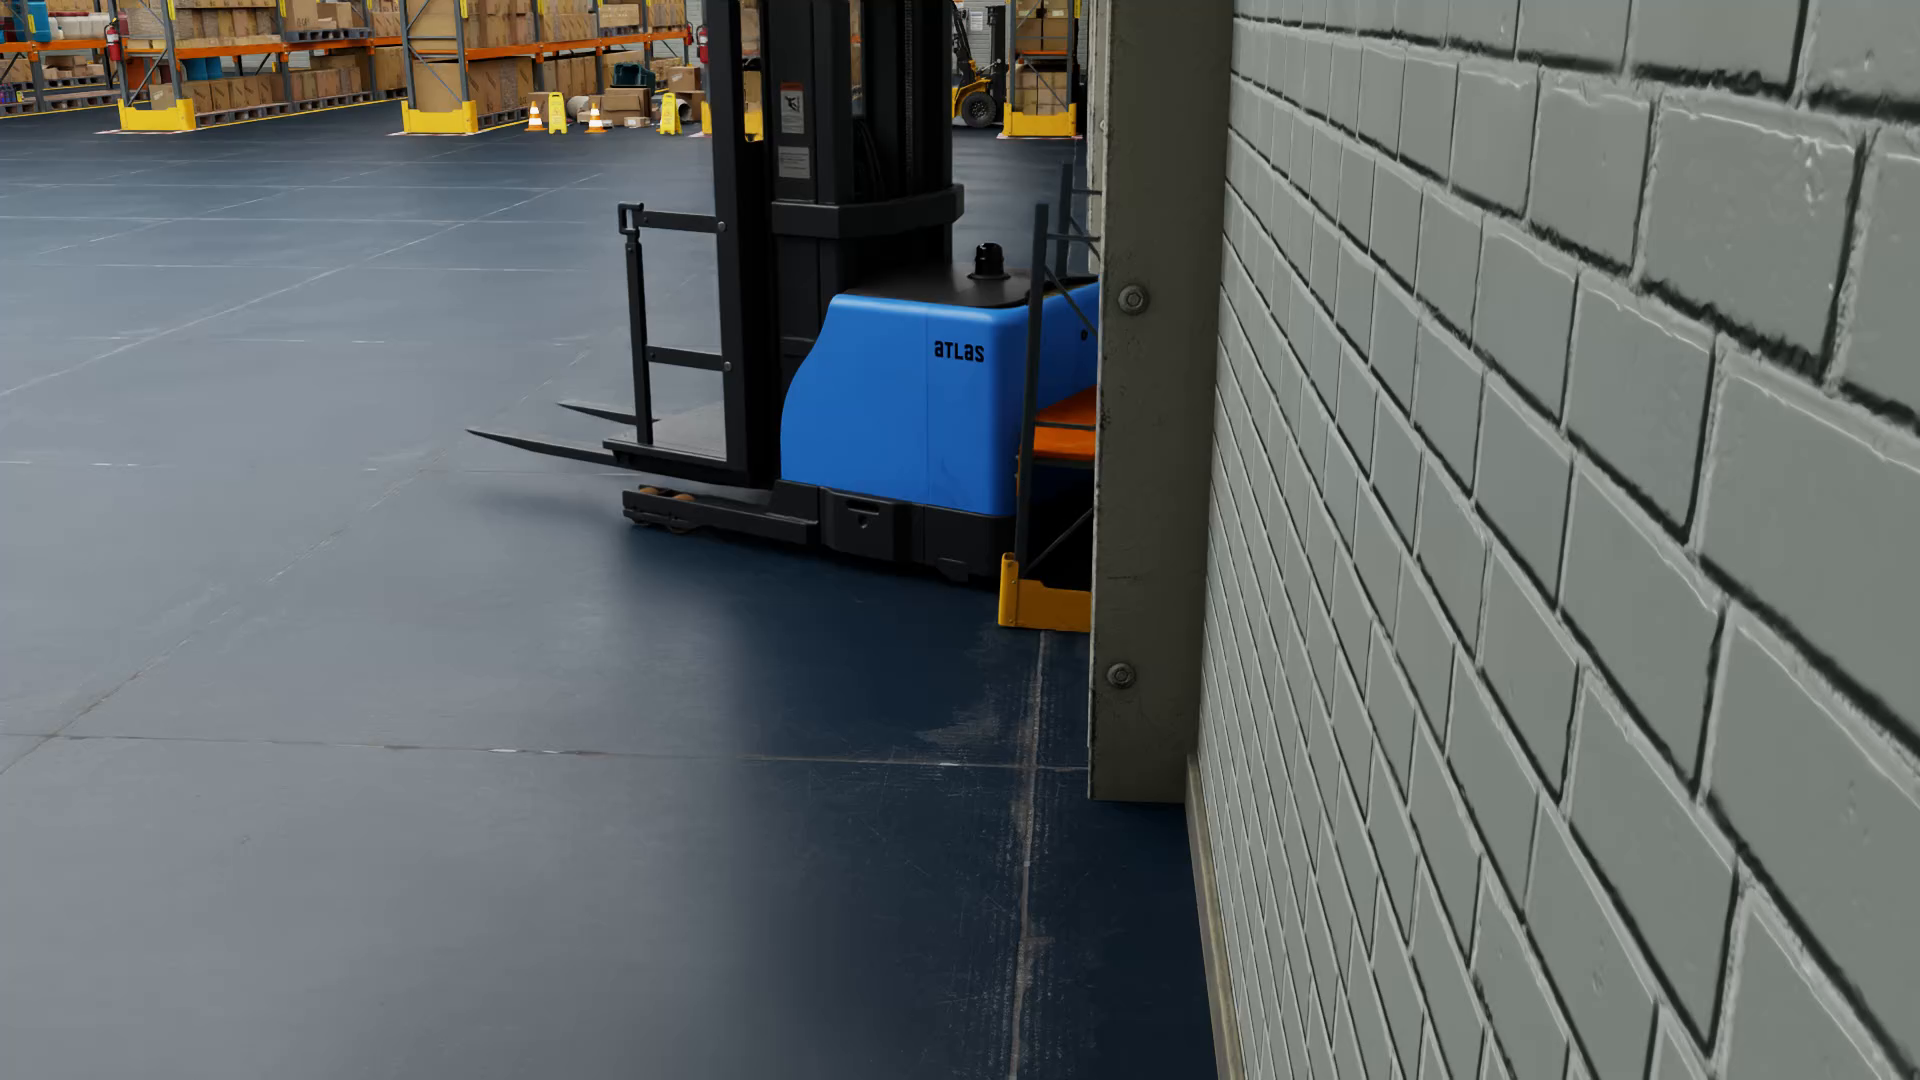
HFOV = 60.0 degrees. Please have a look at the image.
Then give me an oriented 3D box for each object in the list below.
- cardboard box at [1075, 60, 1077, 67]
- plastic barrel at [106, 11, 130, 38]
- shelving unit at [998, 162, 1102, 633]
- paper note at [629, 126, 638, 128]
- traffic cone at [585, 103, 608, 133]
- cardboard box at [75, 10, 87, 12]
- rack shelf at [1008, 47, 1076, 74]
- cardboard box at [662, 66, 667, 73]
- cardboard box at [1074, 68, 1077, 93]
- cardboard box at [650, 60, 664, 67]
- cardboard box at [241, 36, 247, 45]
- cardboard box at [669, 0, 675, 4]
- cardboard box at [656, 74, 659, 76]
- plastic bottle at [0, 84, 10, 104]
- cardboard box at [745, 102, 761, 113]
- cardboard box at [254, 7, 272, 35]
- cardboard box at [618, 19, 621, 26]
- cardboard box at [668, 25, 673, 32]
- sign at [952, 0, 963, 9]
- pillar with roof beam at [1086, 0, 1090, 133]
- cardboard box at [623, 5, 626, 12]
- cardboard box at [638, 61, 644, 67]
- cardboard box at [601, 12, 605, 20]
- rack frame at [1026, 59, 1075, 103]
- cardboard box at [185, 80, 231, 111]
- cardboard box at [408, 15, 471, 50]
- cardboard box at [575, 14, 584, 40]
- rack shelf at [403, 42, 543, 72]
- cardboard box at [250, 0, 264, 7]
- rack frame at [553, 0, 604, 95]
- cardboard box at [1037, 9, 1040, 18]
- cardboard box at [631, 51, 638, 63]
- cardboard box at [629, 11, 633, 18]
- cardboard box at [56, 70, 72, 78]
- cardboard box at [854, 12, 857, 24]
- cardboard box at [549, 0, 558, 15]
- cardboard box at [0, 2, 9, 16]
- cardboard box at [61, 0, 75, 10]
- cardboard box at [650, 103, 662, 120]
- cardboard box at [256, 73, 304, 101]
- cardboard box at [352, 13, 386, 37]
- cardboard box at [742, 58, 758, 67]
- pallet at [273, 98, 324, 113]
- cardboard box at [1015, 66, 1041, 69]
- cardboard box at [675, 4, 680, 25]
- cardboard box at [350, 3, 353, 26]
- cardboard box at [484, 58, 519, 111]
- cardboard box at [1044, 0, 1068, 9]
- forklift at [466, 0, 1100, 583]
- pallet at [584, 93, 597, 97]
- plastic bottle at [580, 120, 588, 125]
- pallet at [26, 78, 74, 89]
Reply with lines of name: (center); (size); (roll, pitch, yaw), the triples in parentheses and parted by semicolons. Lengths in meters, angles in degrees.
cardboard box: (2.268, -10.051, 35.077); (0.380, 0.149, 0.250); (2, 18, 6)
plastic barrel: (-17.633, -10.849, 34.997); (0.600, 0.536, 0.708); (1, 18, 4)
shelving unit: (0.535, -0.554, 6.152); (0.587, 1.500, 1.083); (5, 21, 7)
paper note: (-5.568, -7.046, 28.377); (0.148, 0.019, 0.142); (-5, 19, -15)
traffic cone: (-6.038, -6.995, 27.527); (0.336, 0.463, 0.334); (1, 18, 4)
cardboard box: (-22.140, -12.961, 41.501); (0.500, 0.500, 0.500); (1, 18, 3)
rack shelf: (1.444, -8.288, 28.556); (1.077, 0.370, 4.000); (1, 18, 4)
cardboard box: (-7.333, -11.419, 40.382); (0.380, 0.149, 0.250); (1, 18, 3)
cardboard box: (2.184, -9.630, 34.836); (0.500, 0.500, 0.500); (2, 18, 6)
cardboard box: (-7.360, -11.477, 40.082); (0.380, 0.149, 0.250); (2, 18, 5)
cardboard box: (-13.109, -9.003, 29.984); (0.380, 0.149, 0.250); (1, 18, 4)
cardboard box: (-7.297, -13.364, 40.648); (0.500, 0.500, 0.500); (2, 18, 7)
cardboard box: (-7.403, -11.037, 39.692); (0.380, 0.149, 0.250); (1, 18, 4)
plastic bottle: (-17.961, -8.377, 31.219); (0.144, 0.351, 0.185); (0, 18, 1)
cardboard box: (-3.317, -7.256, 27.992); (0.500, 0.250, 0.500); (1, 18, 3)
cardboard box: (-13.342, -9.633, 30.866); (0.875, 0.500, 0.500); (1, 18, 4)
cardboard box: (-7.675, -11.390, 36.595); (0.380, 0.149, 0.250); (1, 18, 2)
cardboard box: (-7.291, -12.625, 41.038); (0.380, 0.149, 0.250); (0, 18, 1)
sign: (-0.078, -15.206, 47.185); (0.339, 0.242, 0.001); (1, 18, 4)
pillar with roof beam: (-2.044, -11.152, 26.506); (9.100, 9.000, 0.400); (1, 18, 4)
cardboard box: (-7.647, -11.837, 37.005); (0.380, 0.149, 0.250); (1, 18, 2)
cardboard box: (-7.536, -10.701, 38.104); (0.500, 0.500, 0.500); (1, 18, 3)
cardboard box: (-7.769, -11.134, 35.337); (0.380, 0.149, 0.250); (2, 18, 7)
rack frame: (1.874, -10.494, 34.131); (1.000, 3.000, 0.127); (1, 18, 4)
cardboard box: (-13.401, -7.926, 29.634); (0.500, 0.500, 0.500); (3, 18, 9)
cardboard box: (-8.613, -8.385, 27.456); (0.875, 0.550, 0.550); (1, 18, 4)
cardboard box: (-7.859, -10.274, 33.300); (0.500, 0.500, 0.500); (1, 18, 3)
rack shelf: (-8.451, -8.477, 29.132); (1.077, 0.370, 4.000); (1, 18, 4)
cardboard box: (-13.040, -9.945, 30.213); (0.500, 0.500, 0.500); (1, 18, 4)
rack frame: (-8.021, -10.683, 34.707); (1.000, 3.000, 0.127); (1, 18, 4)
cardboard box: (1.115, -8.638, 27.266); (0.380, 0.149, 0.250); (2, 18, 5)
cardboard box: (-7.586, -10.897, 37.496); (0.500, 0.250, 0.500); (2, 18, 7)
cardboard box: (-7.605, -11.860, 37.551); (0.380, 0.149, 0.250); (2, 18, 6)
cardboard box: (-22.257, -11.546, 41.187); (0.380, 0.166, 0.250); (1, 18, 4)
cardboard box: (-2.608, -11.714, 37.294); (0.500, 0.250, 0.500); (2, 18, 5)
cardboard box: (-8.207, -10.434, 32.182); (0.700, 0.500, 0.500); (1, 18, 4)
cardboard box: (-22.812, -12.394, 39.096); (0.700, 0.500, 0.500); (-5, 19, -15)
cardboard box: (-22.167, -13.272, 40.843); (0.500, 0.500, 0.500); (1, 18, 2)
cardboard box: (-5.563, -7.857, 30.474); (0.258, 0.266, 0.396); (-13, 22, -34)
cardboard box: (-13.183, -8.794, 32.251); (0.700, 0.500, 0.500); (0, 18, 0)
cardboard box: (-12.655, -11.017, 35.568); (0.500, 0.500, 0.500); (2, 18, 6)
cardboard box: (-3.795, -8.461, 29.422); (0.380, 0.149, 0.250); (2, 18, 7)
pallet: (-13.194, -8.499, 32.522); (1.003, 0.211, 1.213); (1, 18, 4)
cardboard box: (1.169, -8.163, 29.154); (0.500, 0.250, 0.500); (2, 18, 6)
cardboard box: (-7.265, -13.051, 41.297); (0.500, 0.500, 0.500); (1, 18, 3)
cardboard box: (-12.960, -10.903, 34.546); (0.500, 0.500, 0.500); (-1, 18, -3)
cardboard box: (-8.484, -8.156, 29.735); (0.875, 0.875, 0.875); (1, 18, 4)
cardboard box: (1.538, -8.606, 26.690); (0.380, 0.149, 0.250); (1, 18, 3)
forklift: (-0.846, -1.549, 6.943); (3.031, 2.935, 1.130); (10, 21, 29)
pallet: (-8.153, -9.114, 34.399); (1.003, 0.211, 1.213); (1, 18, 4)
plastic bottle: (-6.607, -7.330, 29.194); (0.133, 0.061, 0.283); (-5, 19, -15)
pallet: (-22.505, -11.177, 40.696); (1.003, 0.211, 1.213); (1, 18, 4)
